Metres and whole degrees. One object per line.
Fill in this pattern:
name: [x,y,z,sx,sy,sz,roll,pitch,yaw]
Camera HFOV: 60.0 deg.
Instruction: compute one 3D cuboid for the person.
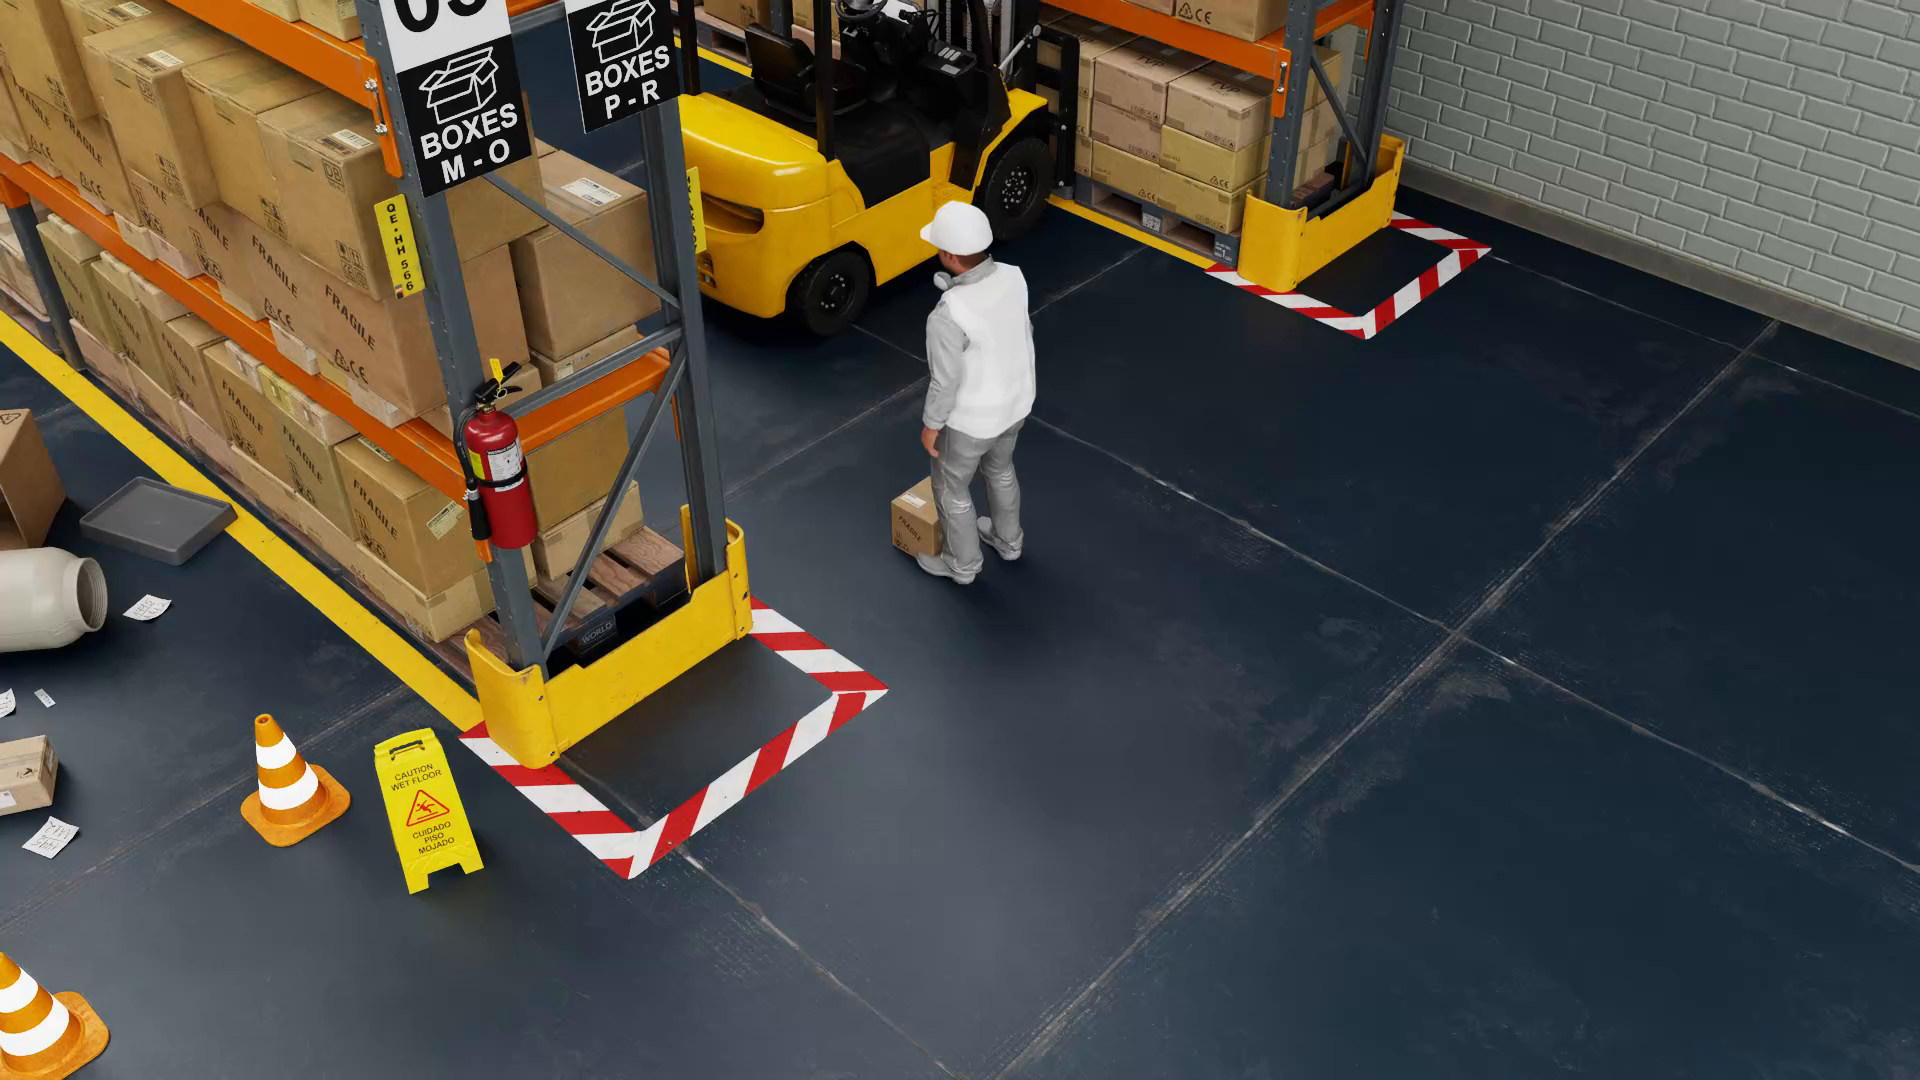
person: [0.062,-0.568,6.832,0.466,1.771,0.584,29,47,31]
